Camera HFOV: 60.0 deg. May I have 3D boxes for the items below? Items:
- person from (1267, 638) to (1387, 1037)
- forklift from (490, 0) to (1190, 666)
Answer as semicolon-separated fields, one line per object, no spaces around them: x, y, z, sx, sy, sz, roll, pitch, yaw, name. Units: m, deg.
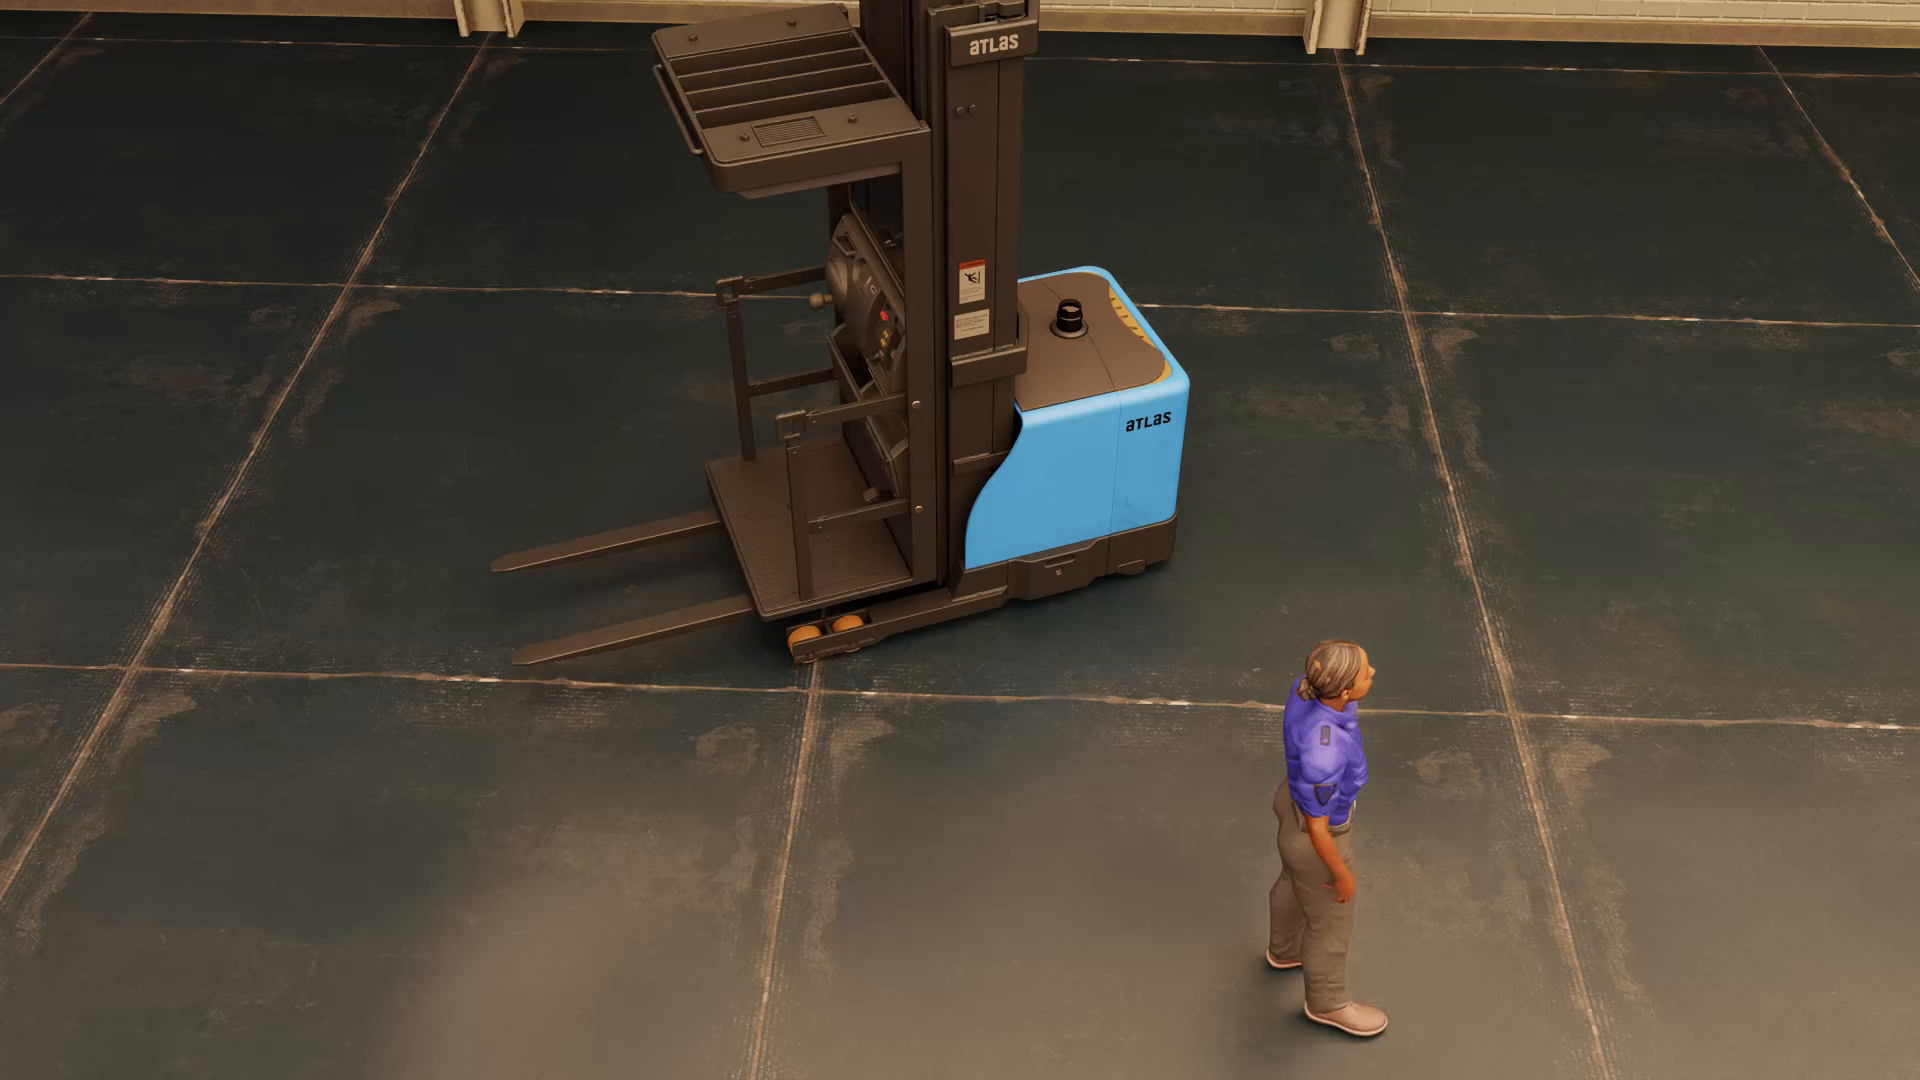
1.290;0.976;5.610;0.504;1.654;0.570;1;42;1;person
-0.573;-0.945;6.778;3.031;2.935;1.130;-13;44;-14;forklift
